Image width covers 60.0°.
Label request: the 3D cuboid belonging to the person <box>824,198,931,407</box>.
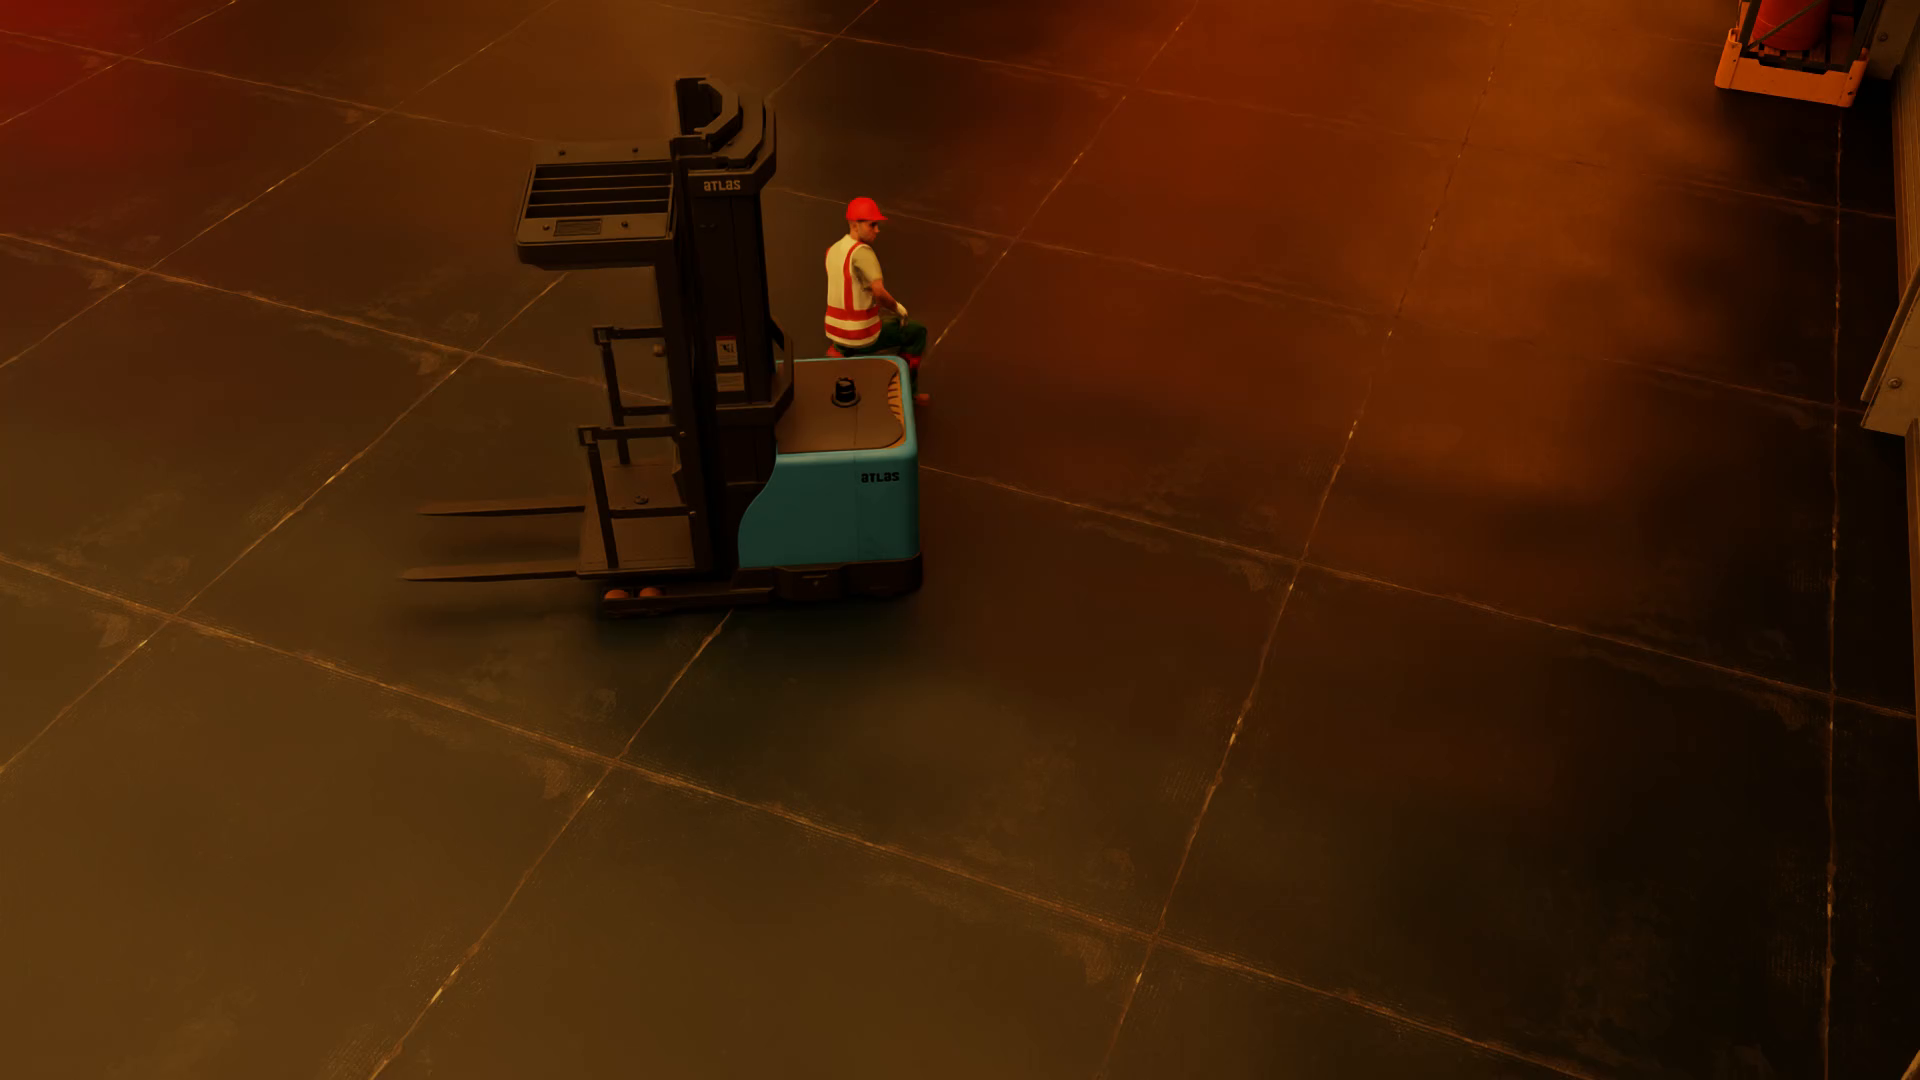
[{"bbox_3d":[-0.620,-1.517,10.968,0.887,1.545,0.709,32,49,32],"label":"person"}]

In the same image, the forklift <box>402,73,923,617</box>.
[{"bbox_3d":[-1.767,-1.026,9.232,3.031,2.935,1.130,-3,40,-4],"label":"forklift"}]
